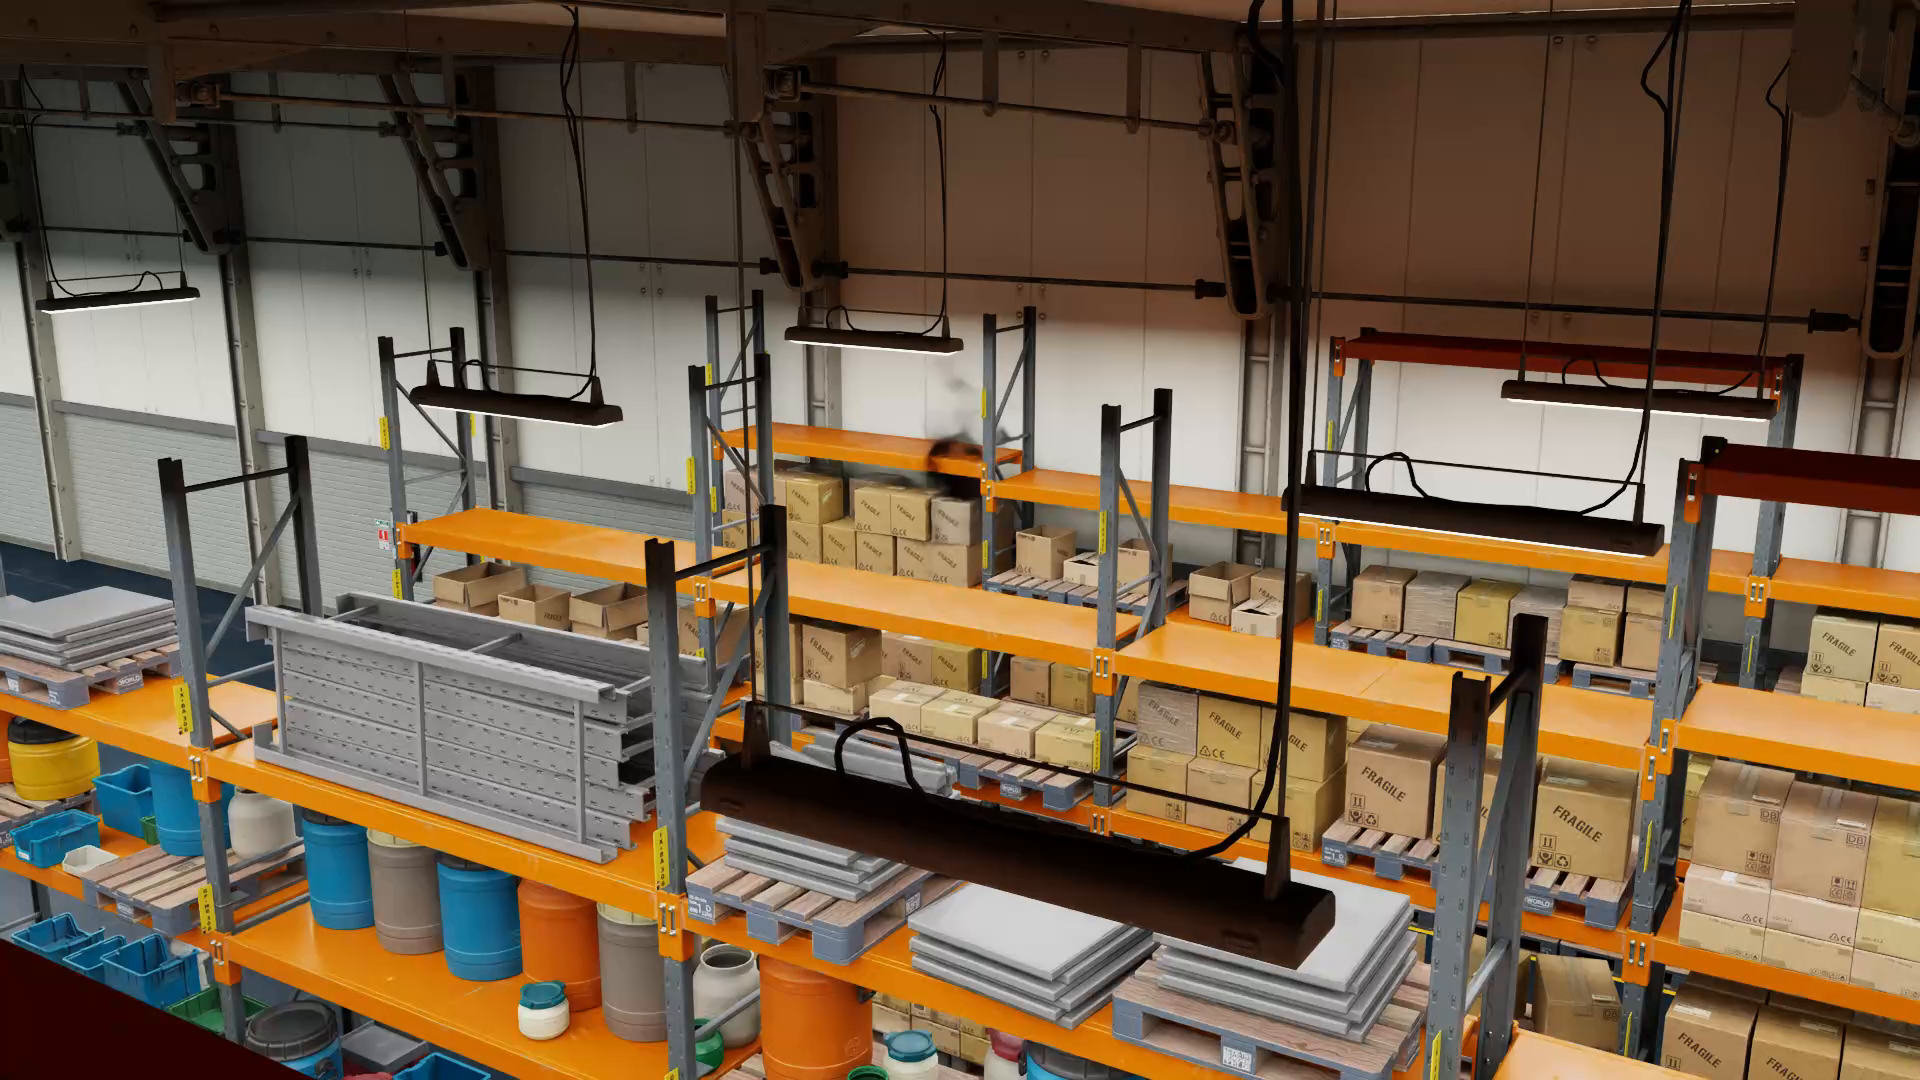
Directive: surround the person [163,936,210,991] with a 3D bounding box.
[{"bbox_3d":[-6.794,3.653,14.750,0.761,1.839,0.641,3,14,13],"label":"person"}]
